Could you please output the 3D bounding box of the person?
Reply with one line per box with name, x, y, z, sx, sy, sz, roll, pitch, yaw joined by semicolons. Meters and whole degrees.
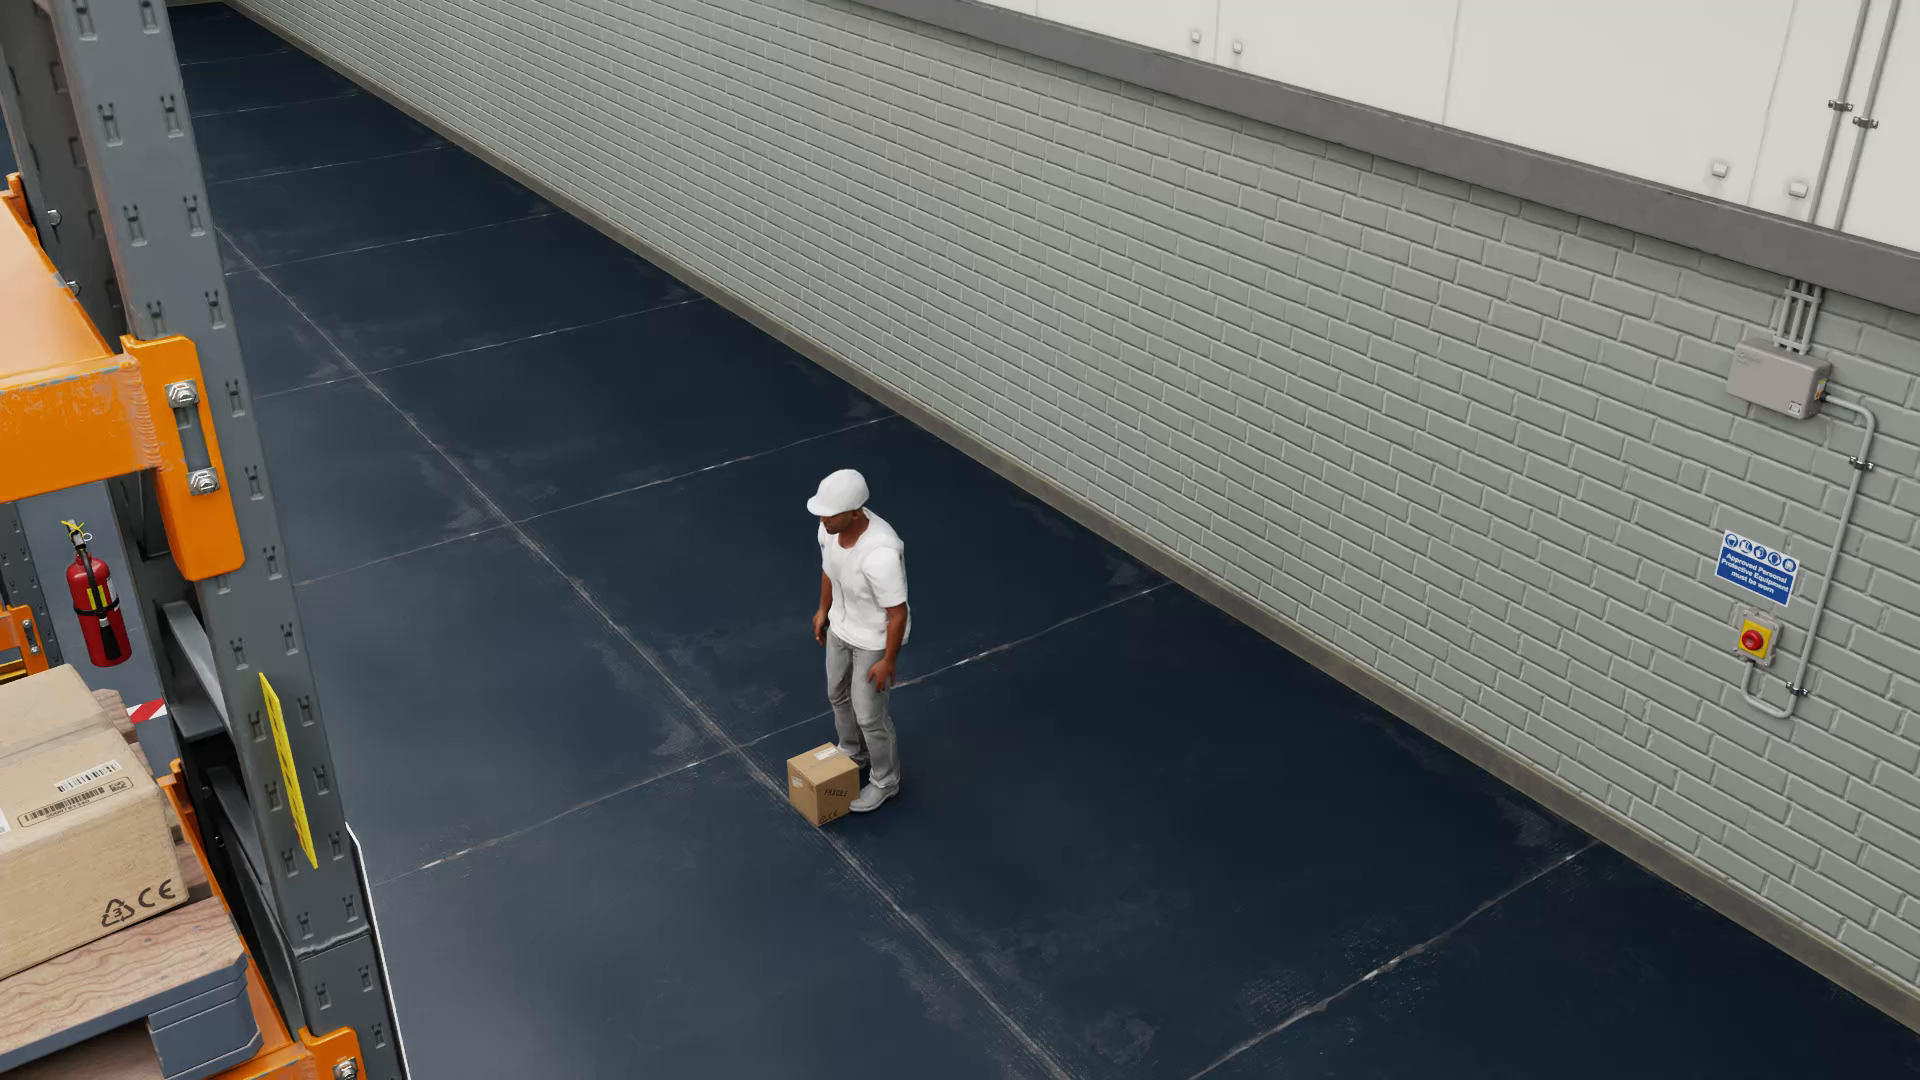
person;-0.481;0.446;7.779;0.459;1.761;0.627;-19;34;-31
